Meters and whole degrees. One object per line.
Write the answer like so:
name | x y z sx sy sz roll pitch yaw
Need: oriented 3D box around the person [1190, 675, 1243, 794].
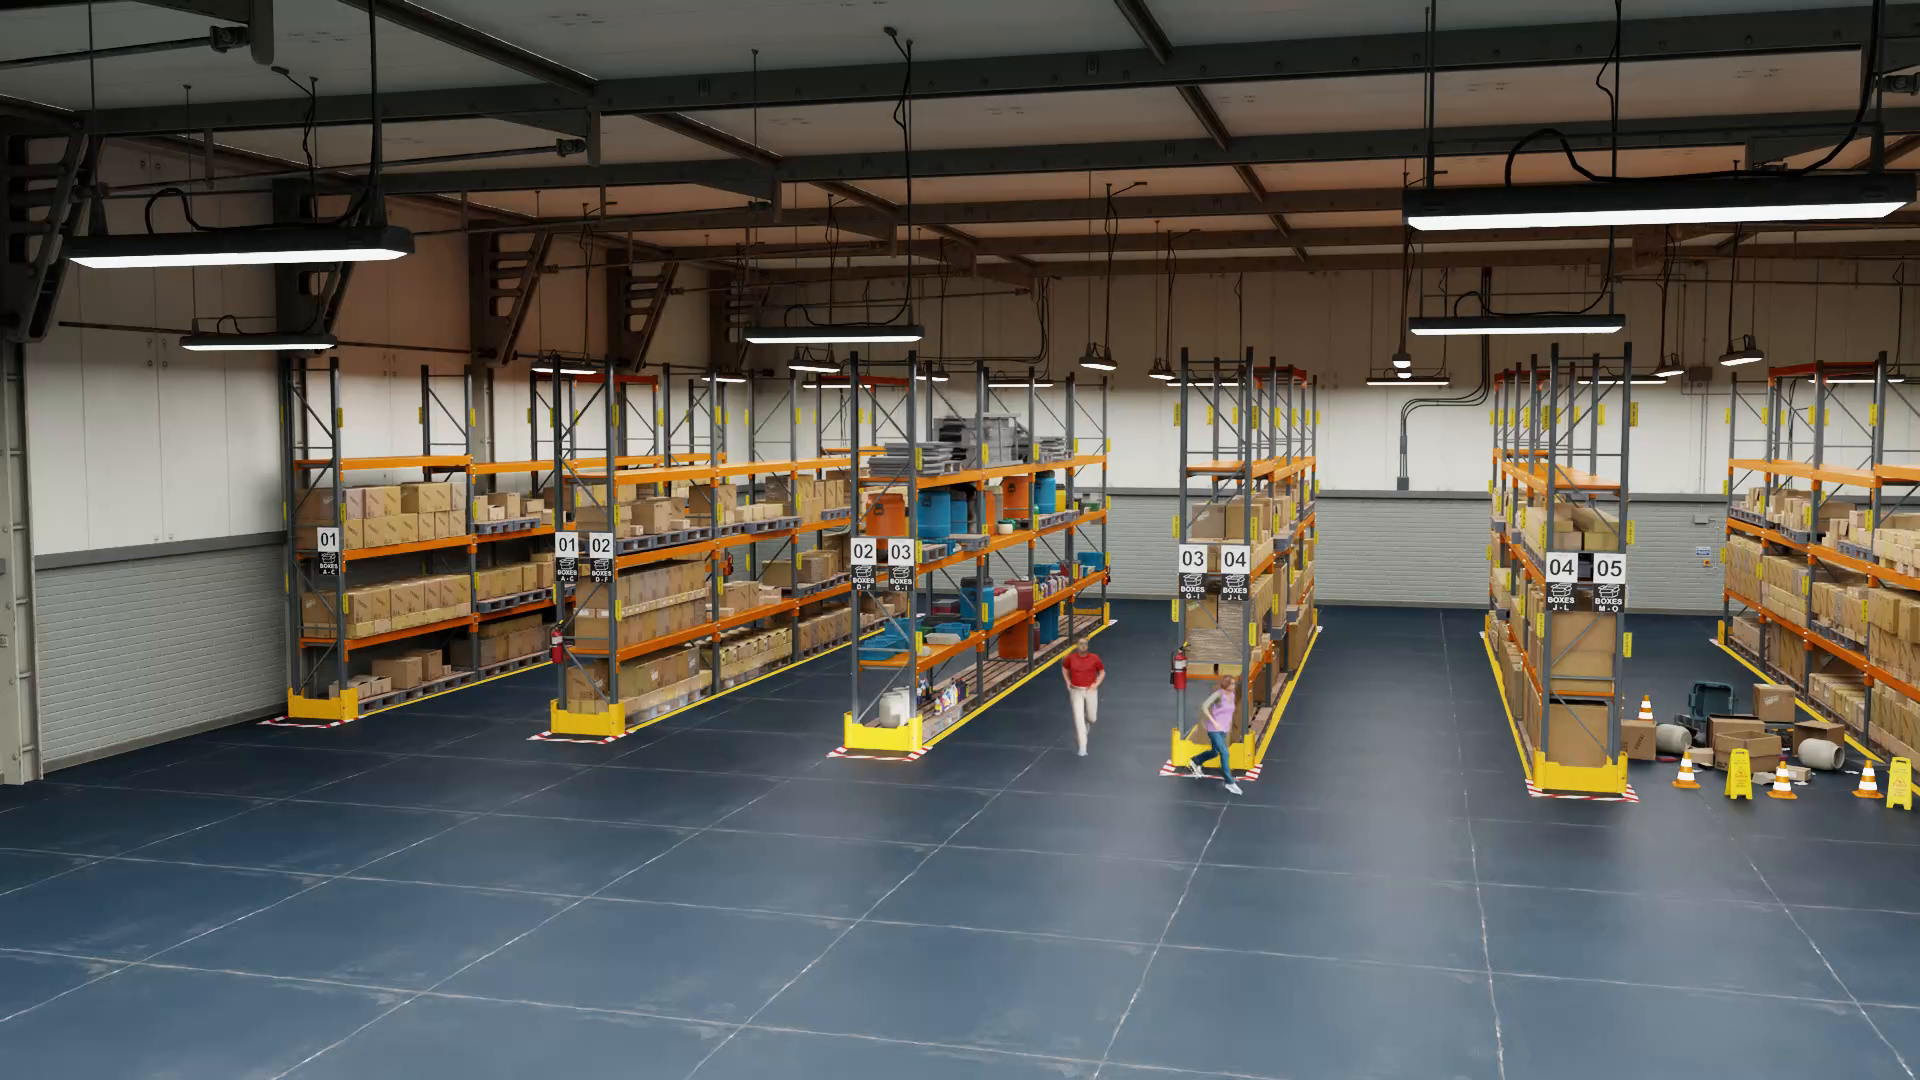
person | 3.429 2.575 22.422 0.547 1.577 0.920 -4 6 -41

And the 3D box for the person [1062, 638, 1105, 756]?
person | 1.876 2.333 25.147 0.637 1.729 1.057 0 4 -3
